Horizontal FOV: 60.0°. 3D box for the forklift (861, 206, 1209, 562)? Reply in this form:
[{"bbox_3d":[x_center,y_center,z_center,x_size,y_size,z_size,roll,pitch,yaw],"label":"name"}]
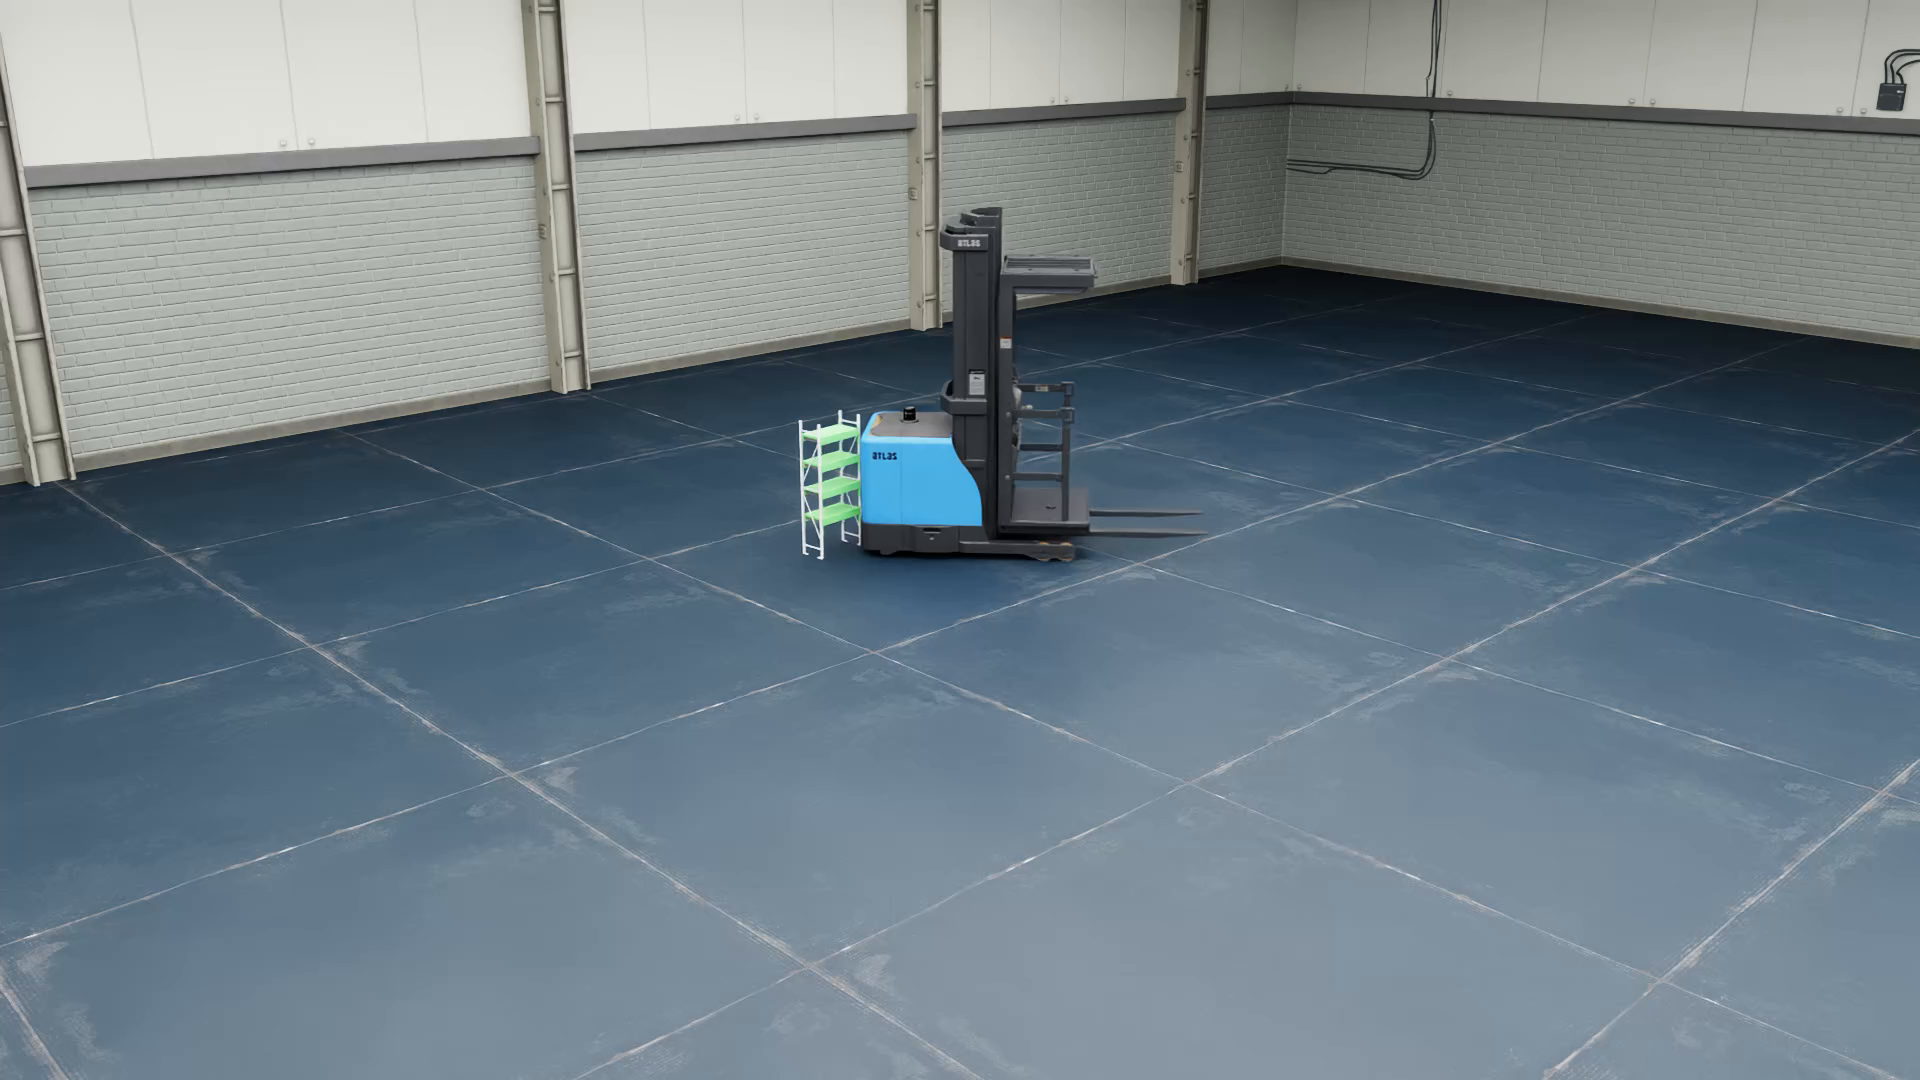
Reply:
[{"bbox_3d":[0.671,-1.371,14.461,3.031,2.935,1.130,1,18,4],"label":"forklift"}]

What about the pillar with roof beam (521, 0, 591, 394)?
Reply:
[{"bbox_3d":[-1.908,-5.200,16.432,0.400,9.000,9.100,-16,24,-41],"label":"pillar with roof beam"}]

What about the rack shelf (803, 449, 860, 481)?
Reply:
[{"bbox_3d":[-1.127,-0.655,14.487,0.258,0.148,0.480,15,23,38],"label":"rack shelf"}]

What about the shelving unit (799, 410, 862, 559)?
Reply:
[{"bbox_3d":[-1.127,-0.487,14.542,0.258,1.200,0.503,15,23,38],"label":"shelving unit"}]

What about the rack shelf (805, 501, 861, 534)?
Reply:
[{"bbox_3d":[-1.127,-0.198,14.635,0.258,0.148,0.480,15,23,38],"label":"rack shelf"}]

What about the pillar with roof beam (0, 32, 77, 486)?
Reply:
[{"bbox_3d":[-6.268,-3.928,12.510,0.400,9.000,9.100,-16,24,-41],"label":"pillar with roof beam"}]

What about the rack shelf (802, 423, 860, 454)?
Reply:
[{"bbox_3d":[-1.127,-0.883,14.413,0.258,0.148,0.480,15,23,38],"label":"rack shelf"}]

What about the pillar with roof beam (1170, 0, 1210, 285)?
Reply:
[{"bbox_3d":[6.811,-7.743,24.274,0.400,9.000,9.100,-16,24,-41],"label":"pillar with roof beam"}]

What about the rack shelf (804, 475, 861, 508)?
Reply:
[{"bbox_3d":[-1.127,-0.426,14.561,0.258,0.148,0.480,15,23,38],"label":"rack shelf"}]

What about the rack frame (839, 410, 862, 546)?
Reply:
[{"bbox_3d":[-0.970,-0.545,14.719,0.240,1.200,0.015,15,23,38],"label":"rack frame"}]

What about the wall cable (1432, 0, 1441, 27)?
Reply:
[{"bbox_3d":[8.761,-9.354,26.091,0.112,2.526,3.097,-16,24,-41],"label":"wall cable"}]

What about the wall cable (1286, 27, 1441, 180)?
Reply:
[{"bbox_3d":[6.902,-7.558,28.740,0.112,2.526,3.097,-16,24,-41],"label":"wall cable"}]

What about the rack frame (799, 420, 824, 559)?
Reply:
[{"bbox_3d":[-1.284,-0.429,14.364,0.240,1.200,0.015,15,23,38],"label":"rack frame"}]

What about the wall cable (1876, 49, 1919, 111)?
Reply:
[{"bbox_3d":[13.413,-8.522,21.165,0.169,6.003,2.305,-16,24,-41],"label":"wall cable"}]

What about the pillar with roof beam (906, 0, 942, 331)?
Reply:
[{"bbox_3d":[2.451,-6.471,20.353,0.400,9.000,9.100,-16,24,-41],"label":"pillar with roof beam"}]
